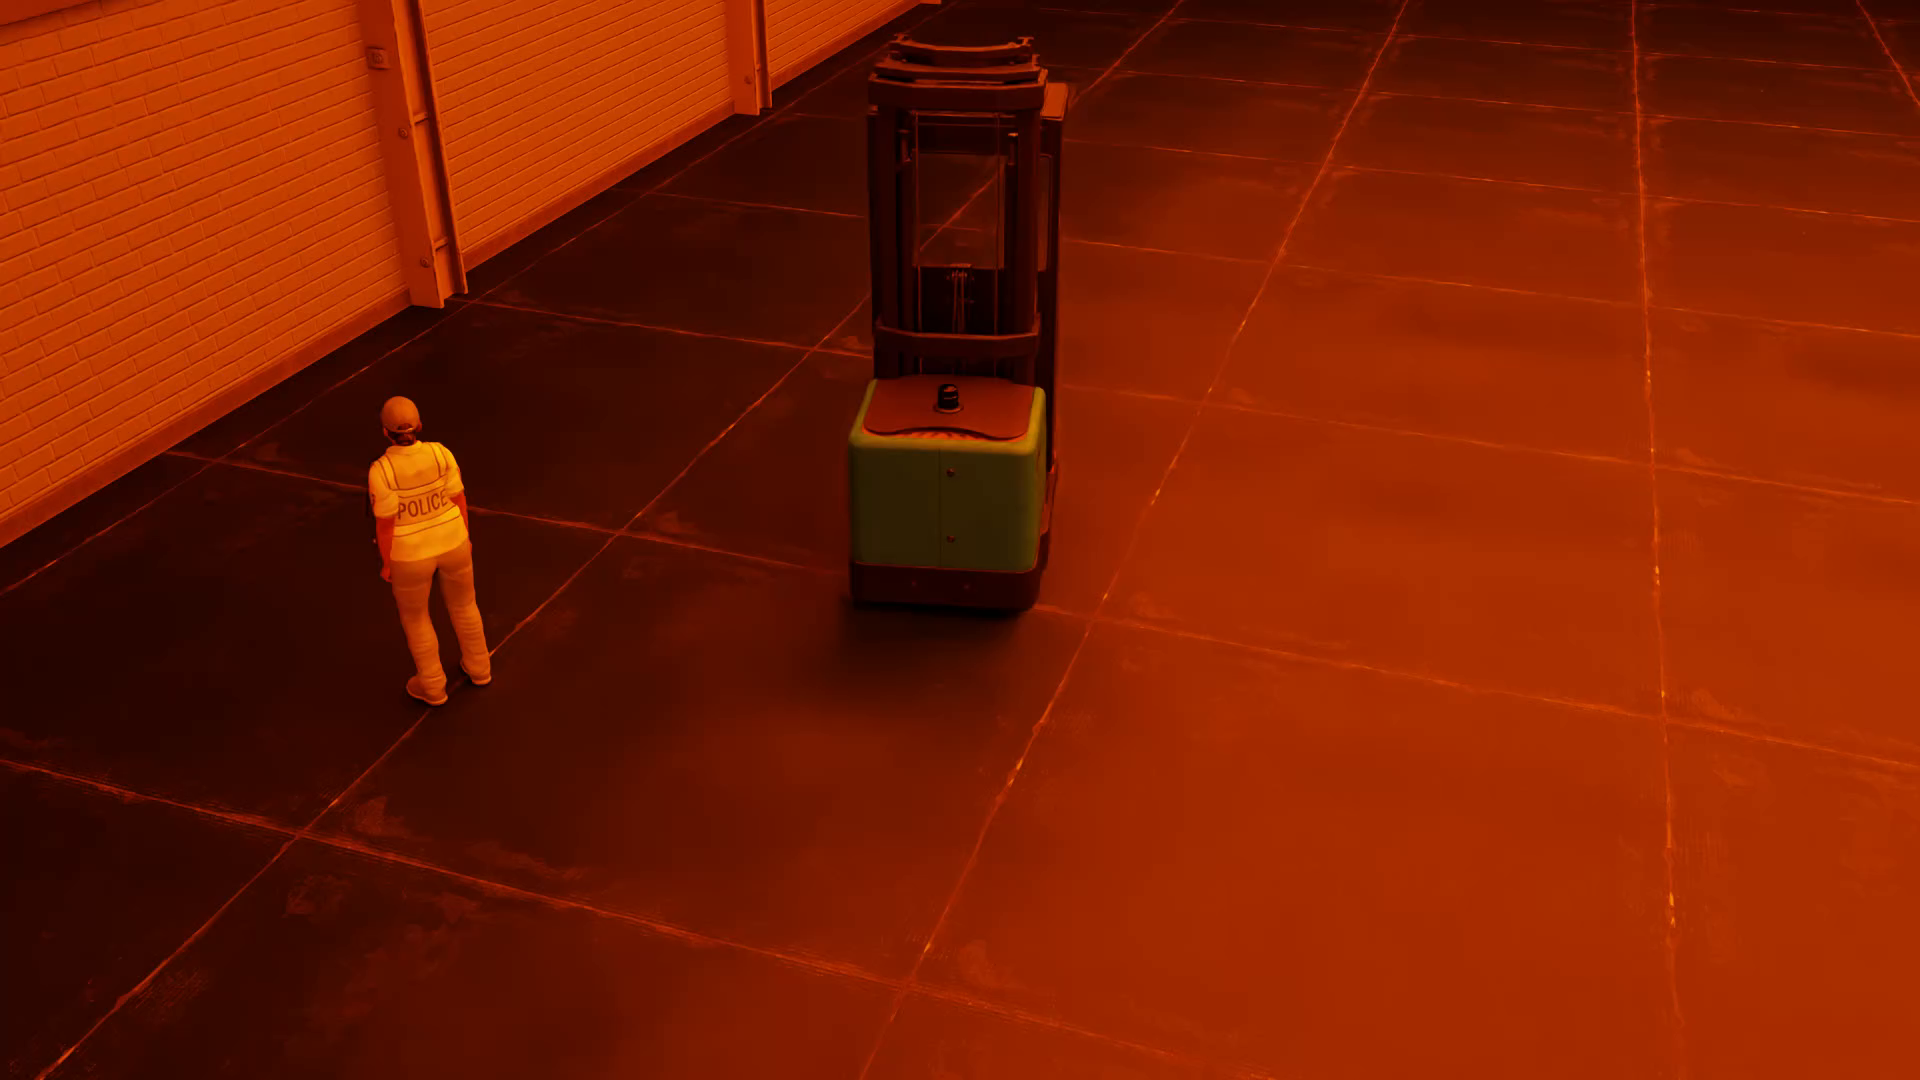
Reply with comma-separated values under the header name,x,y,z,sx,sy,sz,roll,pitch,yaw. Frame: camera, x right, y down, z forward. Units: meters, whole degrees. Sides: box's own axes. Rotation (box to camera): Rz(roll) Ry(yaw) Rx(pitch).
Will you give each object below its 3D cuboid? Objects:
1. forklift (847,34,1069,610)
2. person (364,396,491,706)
name,x,y,z,sx,sy,sz,roll,pitch,yaw
forklift,0.052,-1.590,9.926,1.130,2.935,3.031,3,30,5
person,-2.681,0.050,8.333,0.479,1.668,0.388,-23,37,-34
